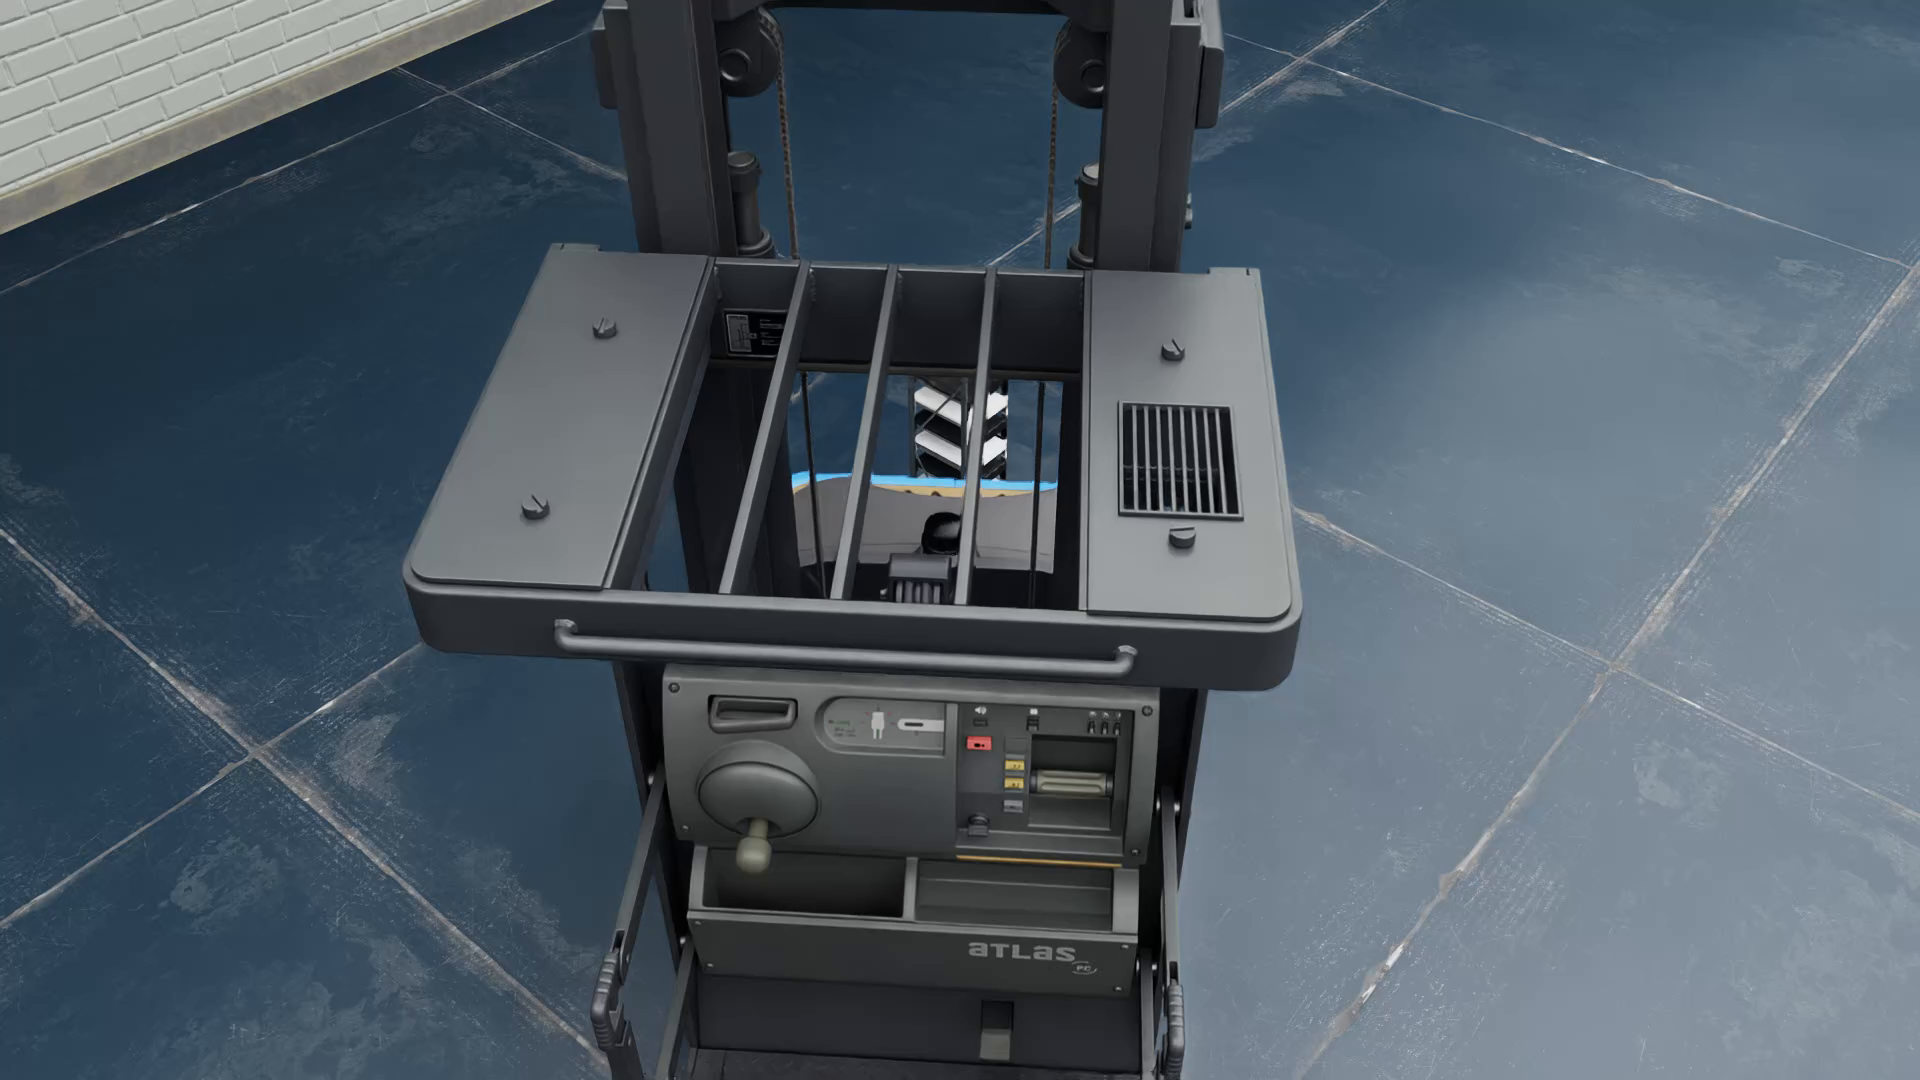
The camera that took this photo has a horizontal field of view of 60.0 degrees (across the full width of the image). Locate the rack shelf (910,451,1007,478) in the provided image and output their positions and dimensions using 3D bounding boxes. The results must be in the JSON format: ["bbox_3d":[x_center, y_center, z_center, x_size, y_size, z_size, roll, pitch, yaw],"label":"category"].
[{"bbox_3d":[-0.005,-0.238,5.526,0.258,0.077,0.200,29,50,28],"label":"rack shelf"}]

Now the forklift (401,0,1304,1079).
[{"bbox_3d":[-0.108,0.532,2.986,1.130,2.935,3.031,3,42,3],"label":"forklift"}]

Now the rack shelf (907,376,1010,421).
[{"bbox_3d":[-0.005,-0.504,5.283,0.258,0.077,0.200,29,50,28],"label":"rack shelf"}]

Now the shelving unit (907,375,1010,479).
[{"bbox_3d":[-0.005,-0.329,5.443,0.258,0.900,0.210,29,50,28],"label":"shelving unit"}]

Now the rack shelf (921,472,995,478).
[{"bbox_3d":[-0.005,-0.171,5.586,0.258,0.077,0.200,29,50,28],"label":"rack shelf"}]

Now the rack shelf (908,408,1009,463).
[{"bbox_3d":[-0.005,-0.371,5.405,0.258,0.077,0.200,29,50,28],"label":"rack shelf"}]

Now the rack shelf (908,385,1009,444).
[{"bbox_3d":[-0.005,-0.437,5.344,0.258,0.077,0.200,29,50,28],"label":"rack shelf"}]

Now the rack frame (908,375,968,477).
[{"bbox_3d":[-0.071,-0.276,5.385,0.240,0.900,0.006,29,50,28],"label":"rack frame"}]

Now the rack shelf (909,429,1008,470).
[{"bbox_3d":[-0.005,-0.304,5.465,0.258,0.077,0.200,29,50,28],"label":"rack shelf"}]

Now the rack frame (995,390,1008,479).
[{"bbox_3d":[0.060,-0.381,5.500,0.240,0.900,0.006,29,50,28],"label":"rack frame"}]
